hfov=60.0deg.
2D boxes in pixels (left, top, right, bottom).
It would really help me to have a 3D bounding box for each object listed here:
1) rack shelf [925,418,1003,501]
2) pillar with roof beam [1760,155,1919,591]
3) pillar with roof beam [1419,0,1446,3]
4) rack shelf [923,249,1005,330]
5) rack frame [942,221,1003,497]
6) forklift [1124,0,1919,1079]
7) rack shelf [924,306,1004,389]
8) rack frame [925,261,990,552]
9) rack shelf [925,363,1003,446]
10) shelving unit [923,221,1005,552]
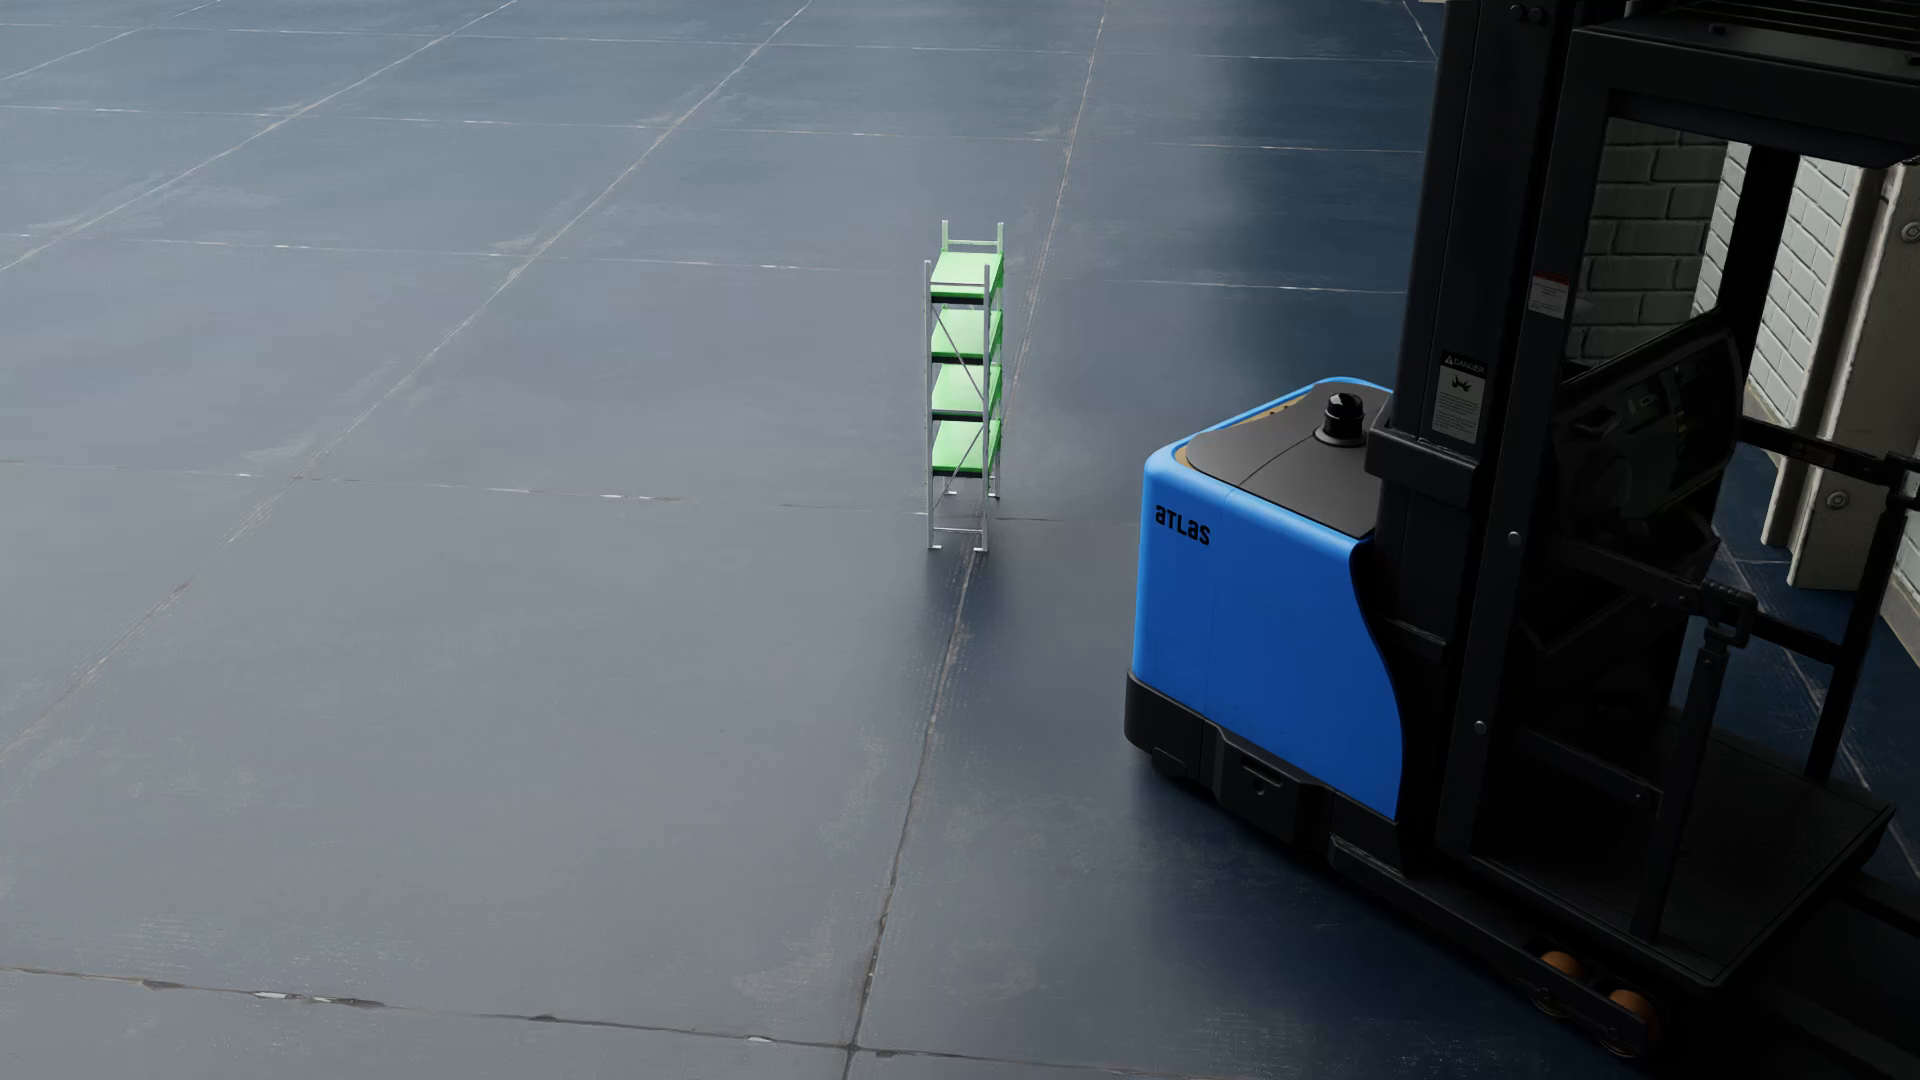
[{"bbox_3d":[0.020,-0.339,6.754,0.258,0.148,0.480,3,28,6],"label":"rack shelf"},{"bbox_3d":[-0.891,-4.115,4.901,9.100,9.000,0.400,3,28,6],"label":"pillar with roof beam"},{"bbox_3d":[0.579,-9.764,15.386,9.100,9.000,0.400,3,28,6],"label":"pillar with roof beam"},{"bbox_3d":[0.020,-0.972,6.413,0.258,0.148,0.480,3,28,6],"label":"rack shelf"},{"bbox_3d":[0.050,-0.721,6.823,0.240,1.200,0.015,3,28,6],"label":"rack frame"},{"bbox_3d":[1.895,-0.235,4.096,1.130,2.935,3.031,-23,36,-36],"label":"forklift"},{"bbox_3d":[0.020,-0.761,6.527,0.258,0.148,0.480,3,28,6],"label":"rack shelf"},{"bbox_3d":[-0.010,-0.491,6.397,0.240,1.200,0.015,3,28,6],"label":"rack frame"},{"bbox_3d":[0.020,-0.550,6.640,0.258,0.148,0.480,3,28,6],"label":"rack shelf"},{"bbox_3d":[0.020,-0.606,6.610,0.258,1.200,0.503,3,28,6],"label":"shelving unit"}]
